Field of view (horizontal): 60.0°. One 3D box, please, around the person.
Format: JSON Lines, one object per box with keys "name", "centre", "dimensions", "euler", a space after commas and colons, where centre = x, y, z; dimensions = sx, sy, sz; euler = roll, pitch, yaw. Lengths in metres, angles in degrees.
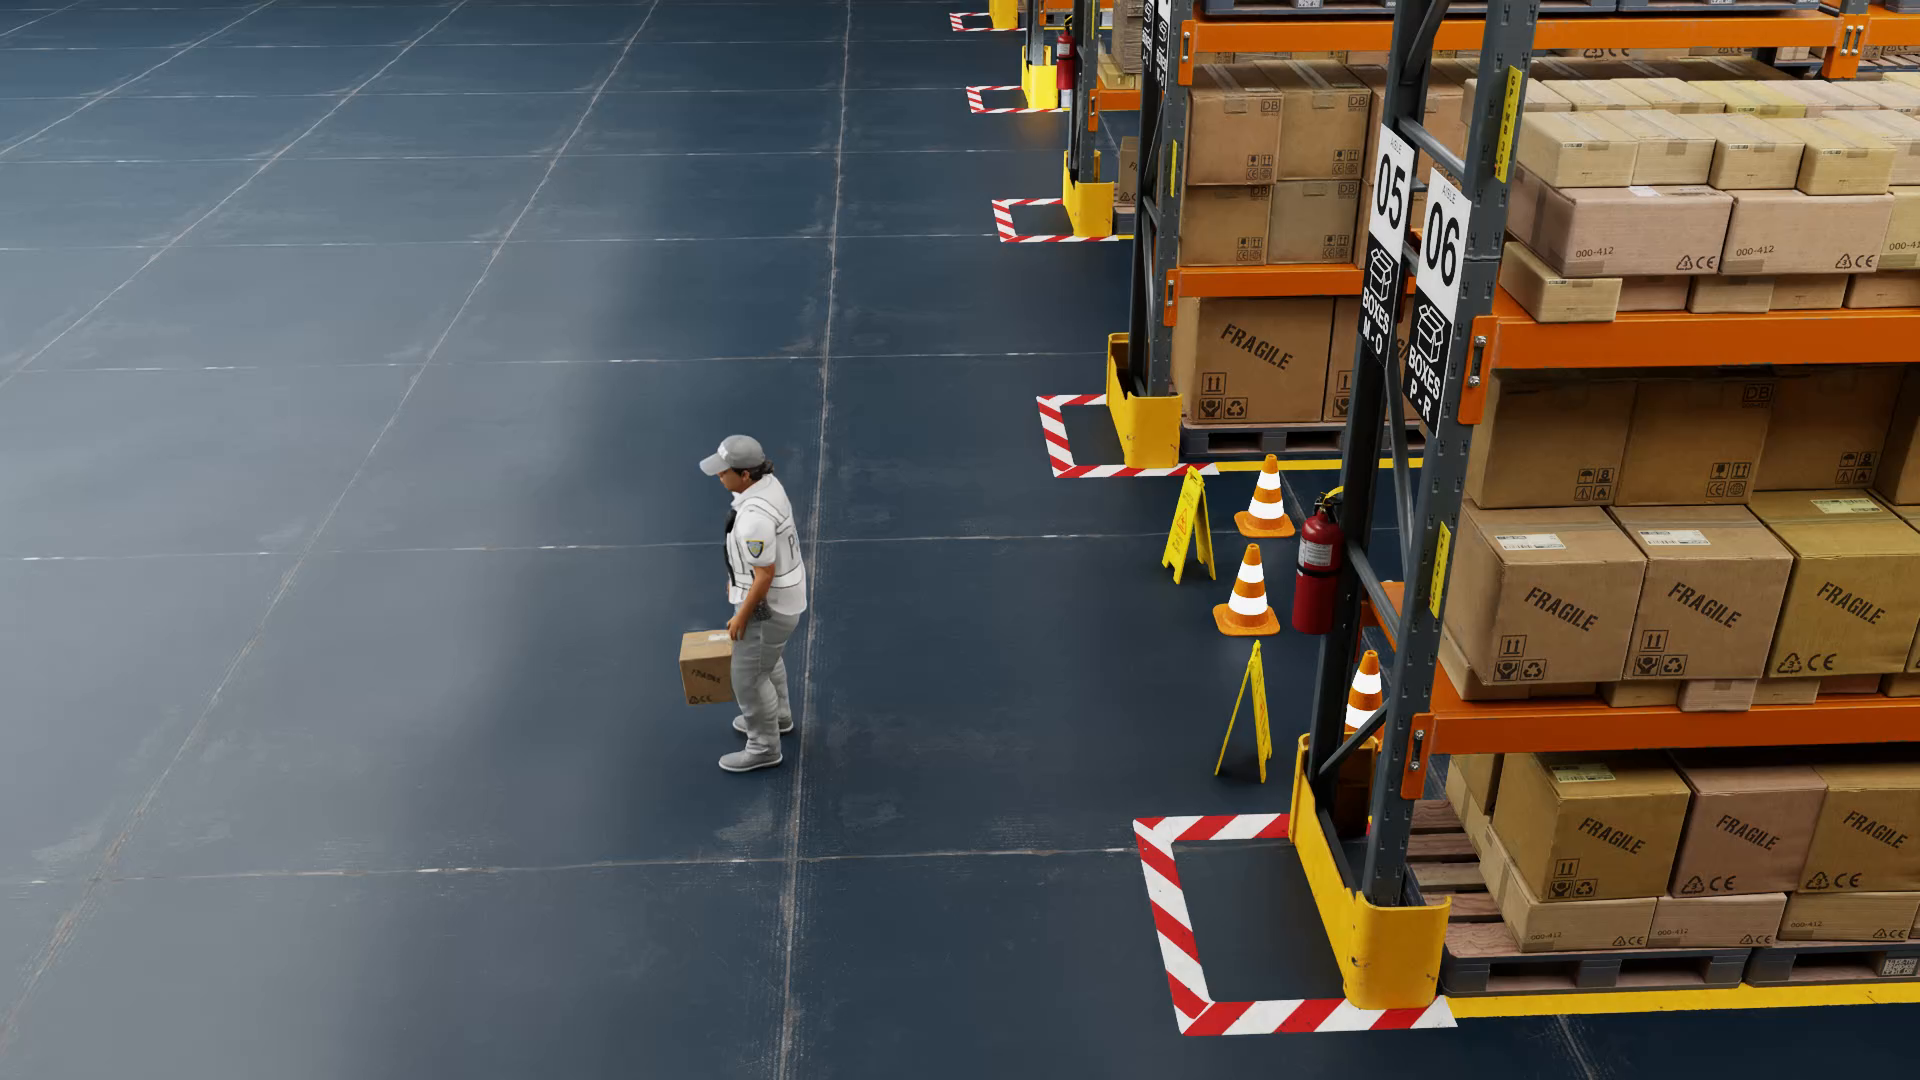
{"name": "person", "centre": [-0.931, 0.275, 7.656], "dimensions": [0.452, 1.670, 0.526], "euler": [-2, 28, -4]}
